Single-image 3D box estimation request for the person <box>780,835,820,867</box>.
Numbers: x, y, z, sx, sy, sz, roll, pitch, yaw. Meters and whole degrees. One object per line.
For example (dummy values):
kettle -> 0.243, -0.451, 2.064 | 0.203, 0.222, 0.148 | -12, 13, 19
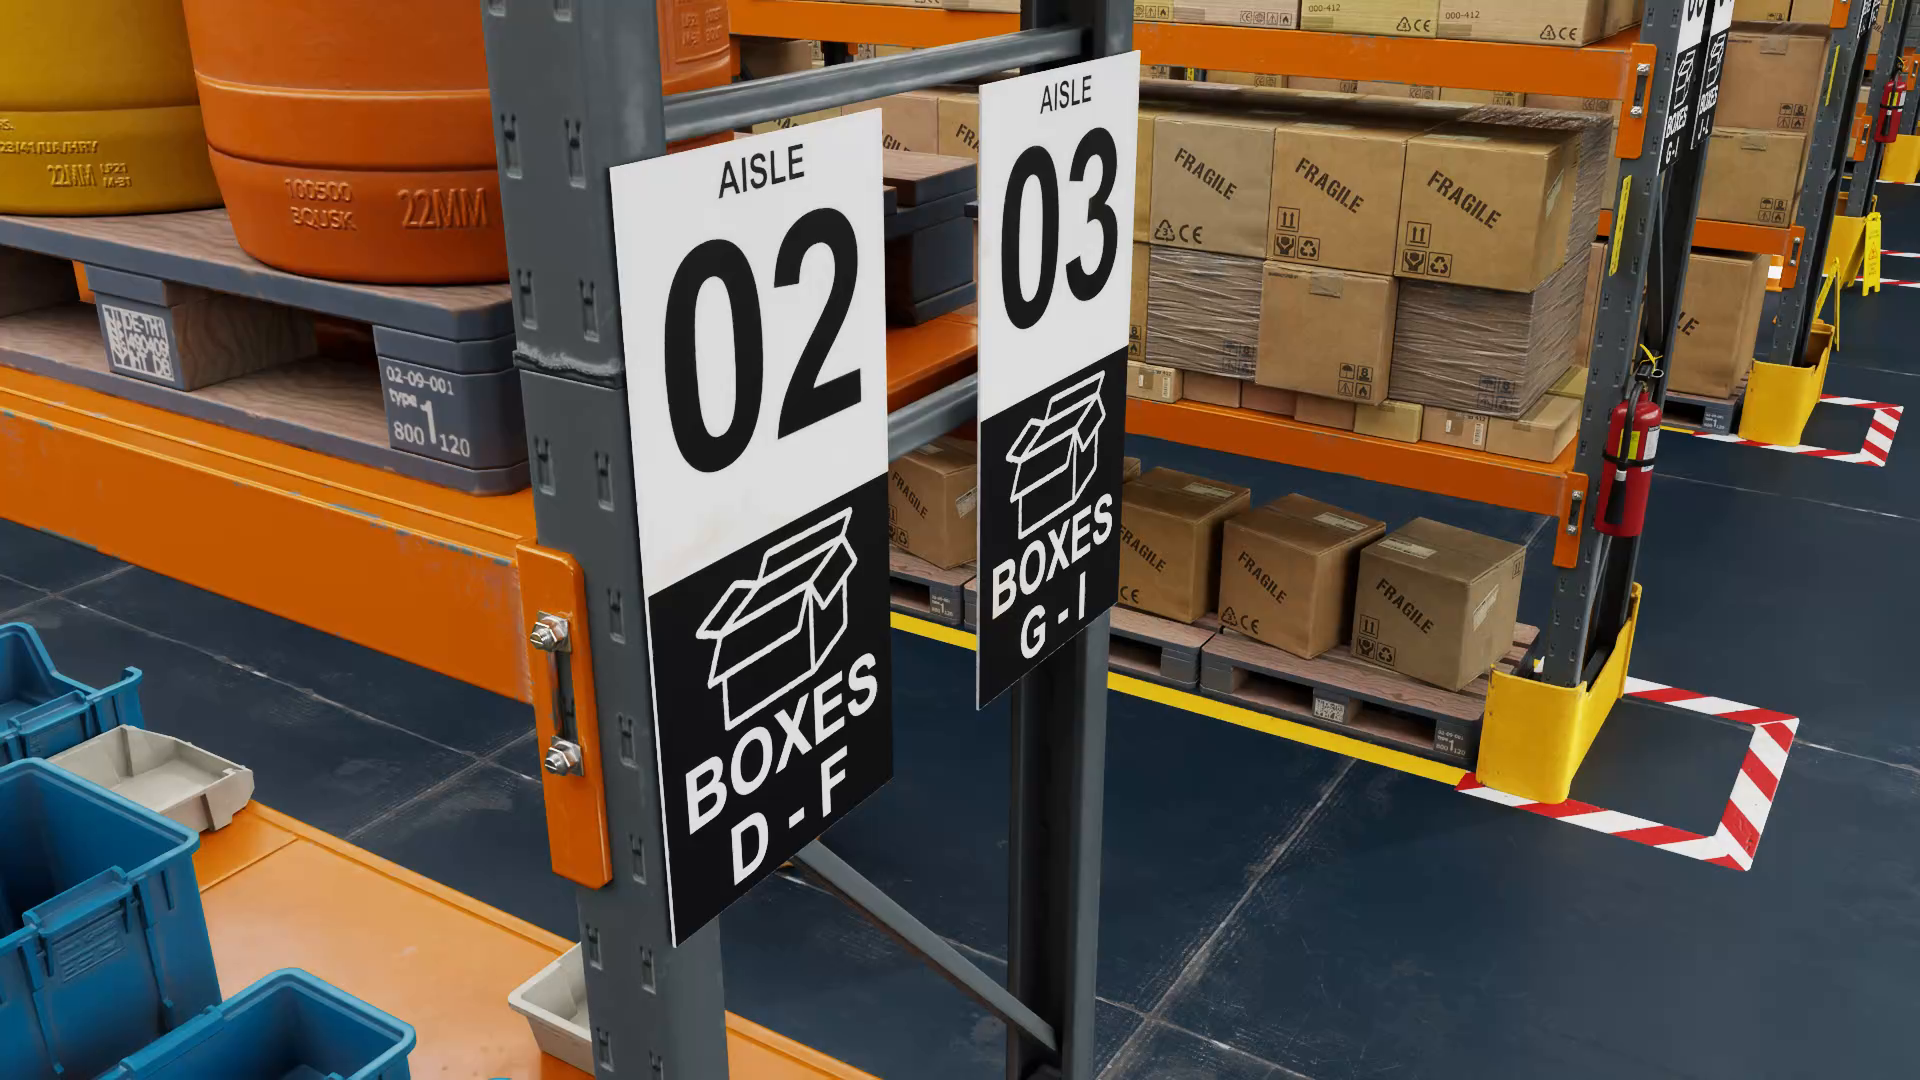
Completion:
person -> -0.689, 0.315, 5.827 | 0.494, 1.782, 0.573 | 14, 26, 29
